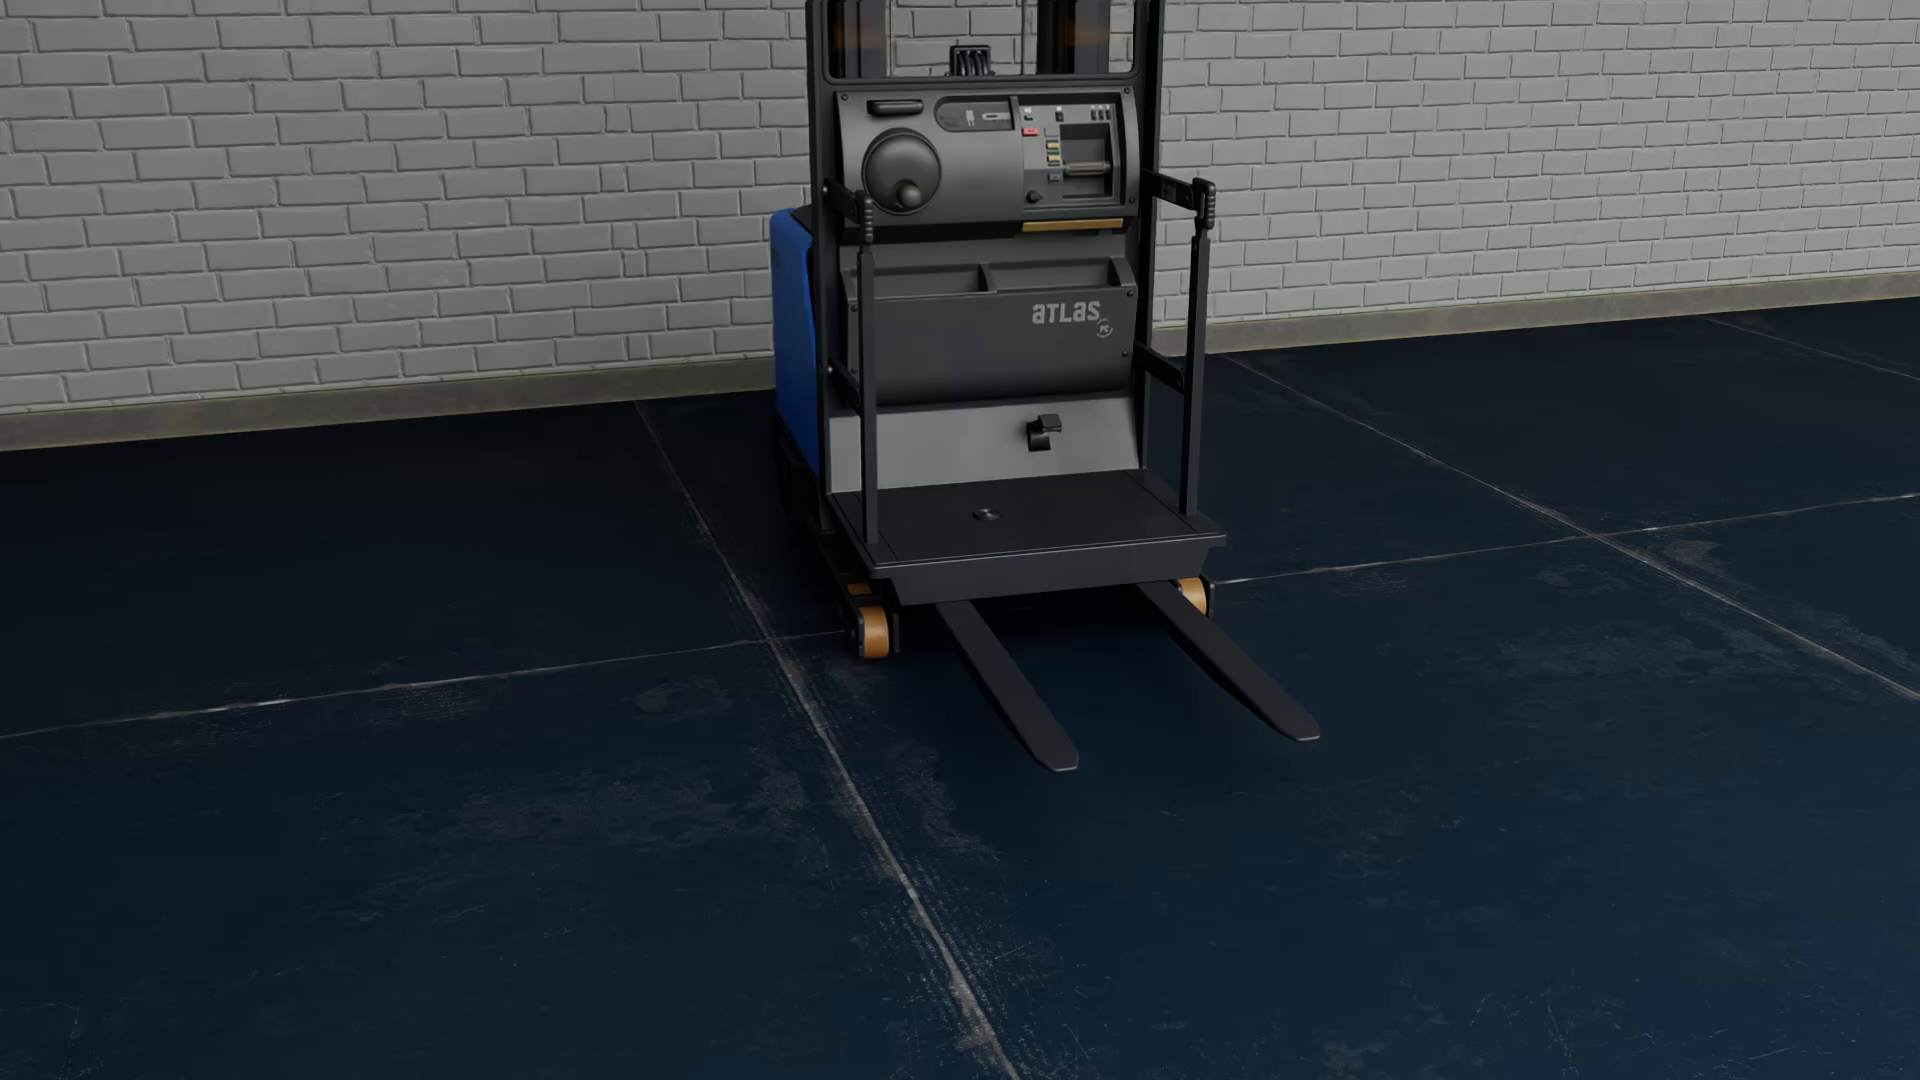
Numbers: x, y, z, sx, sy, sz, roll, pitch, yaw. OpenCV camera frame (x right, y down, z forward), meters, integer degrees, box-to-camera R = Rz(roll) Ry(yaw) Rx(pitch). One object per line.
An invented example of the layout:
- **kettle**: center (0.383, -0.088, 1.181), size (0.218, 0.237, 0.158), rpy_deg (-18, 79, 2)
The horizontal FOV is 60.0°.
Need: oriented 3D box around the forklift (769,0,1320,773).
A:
- **forklift**: center (0.149, -1.166, 4.828), size (1.130, 2.935, 3.031), rpy_deg (-5, 20, -14)
